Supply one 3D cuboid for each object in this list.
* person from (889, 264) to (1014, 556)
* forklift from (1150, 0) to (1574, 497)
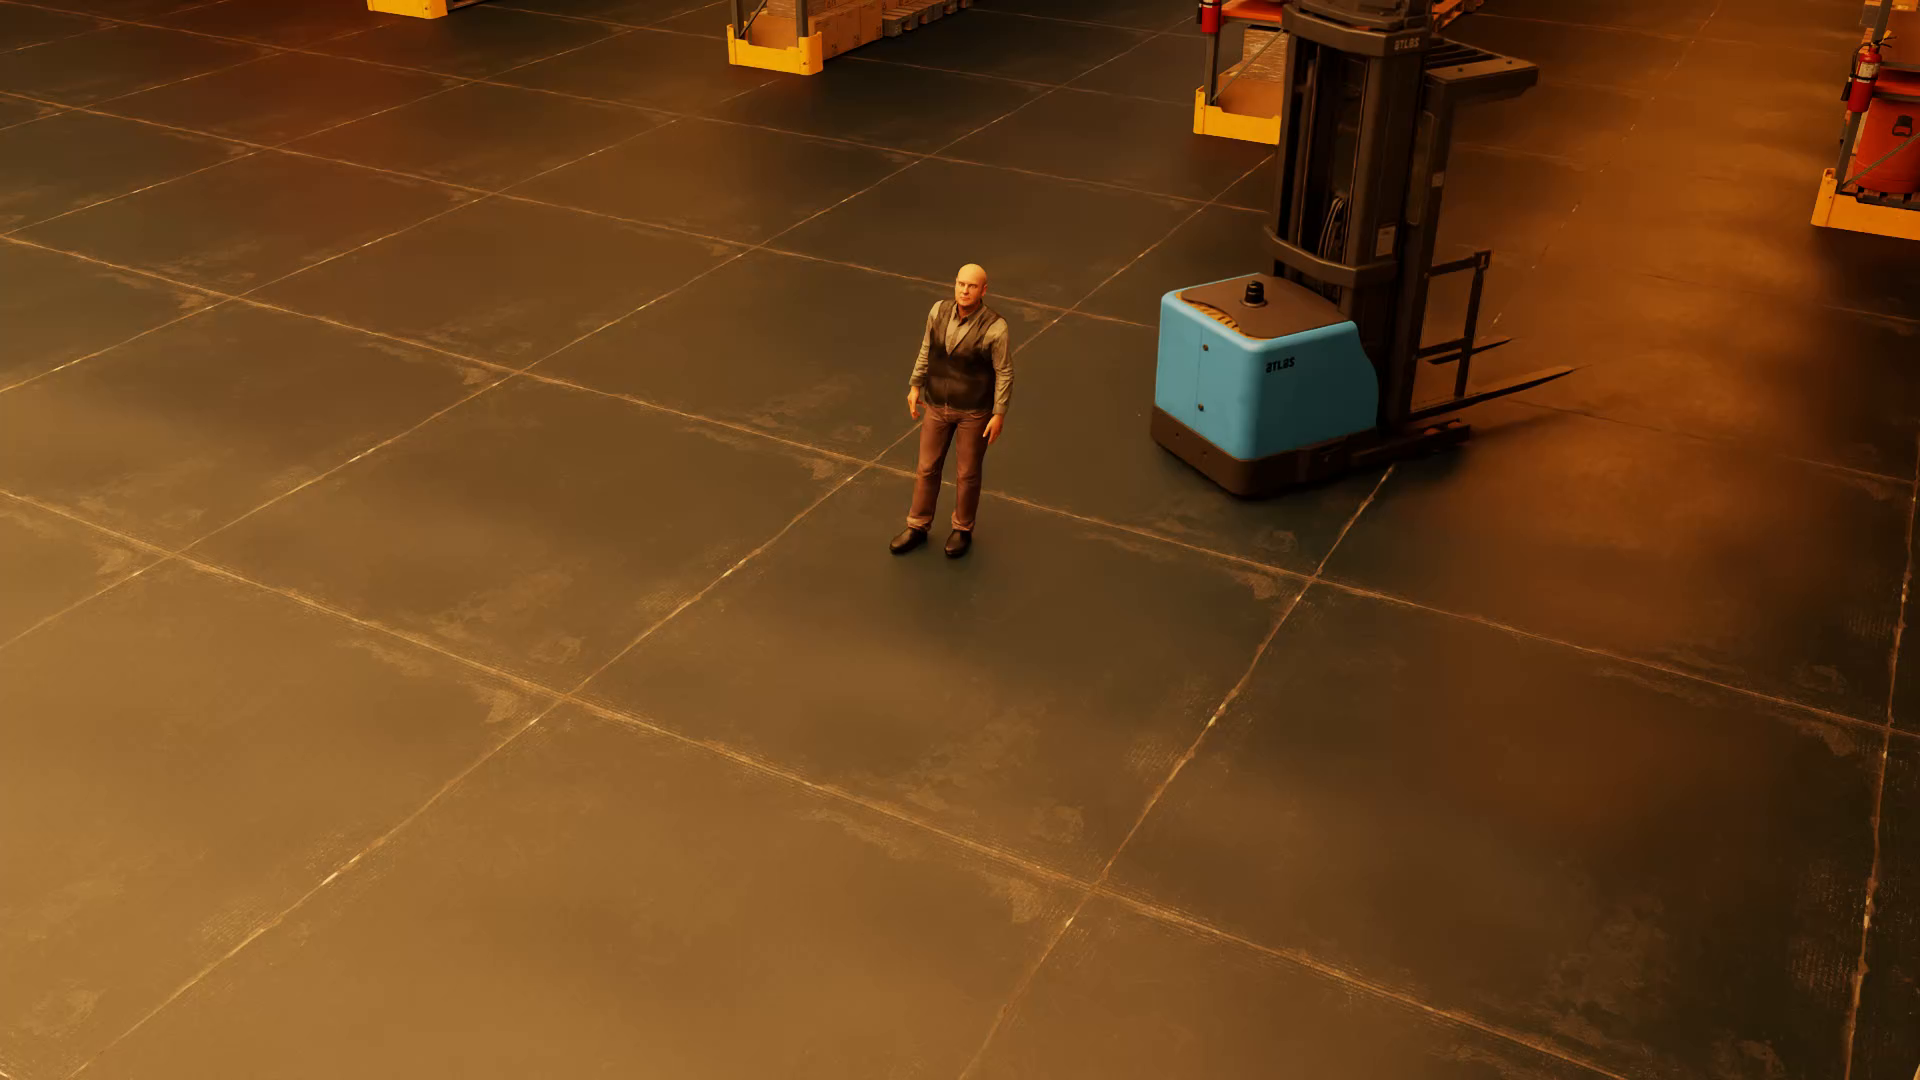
[{"bbox_3d":[-0.037,-0.727,9.526,0.632,1.720,0.568,15,33,25],"label":"person"},{"bbox_3d":[2.809,-2.057,10.635,3.031,2.935,1.130,-15,33,-24],"label":"forklift"}]
